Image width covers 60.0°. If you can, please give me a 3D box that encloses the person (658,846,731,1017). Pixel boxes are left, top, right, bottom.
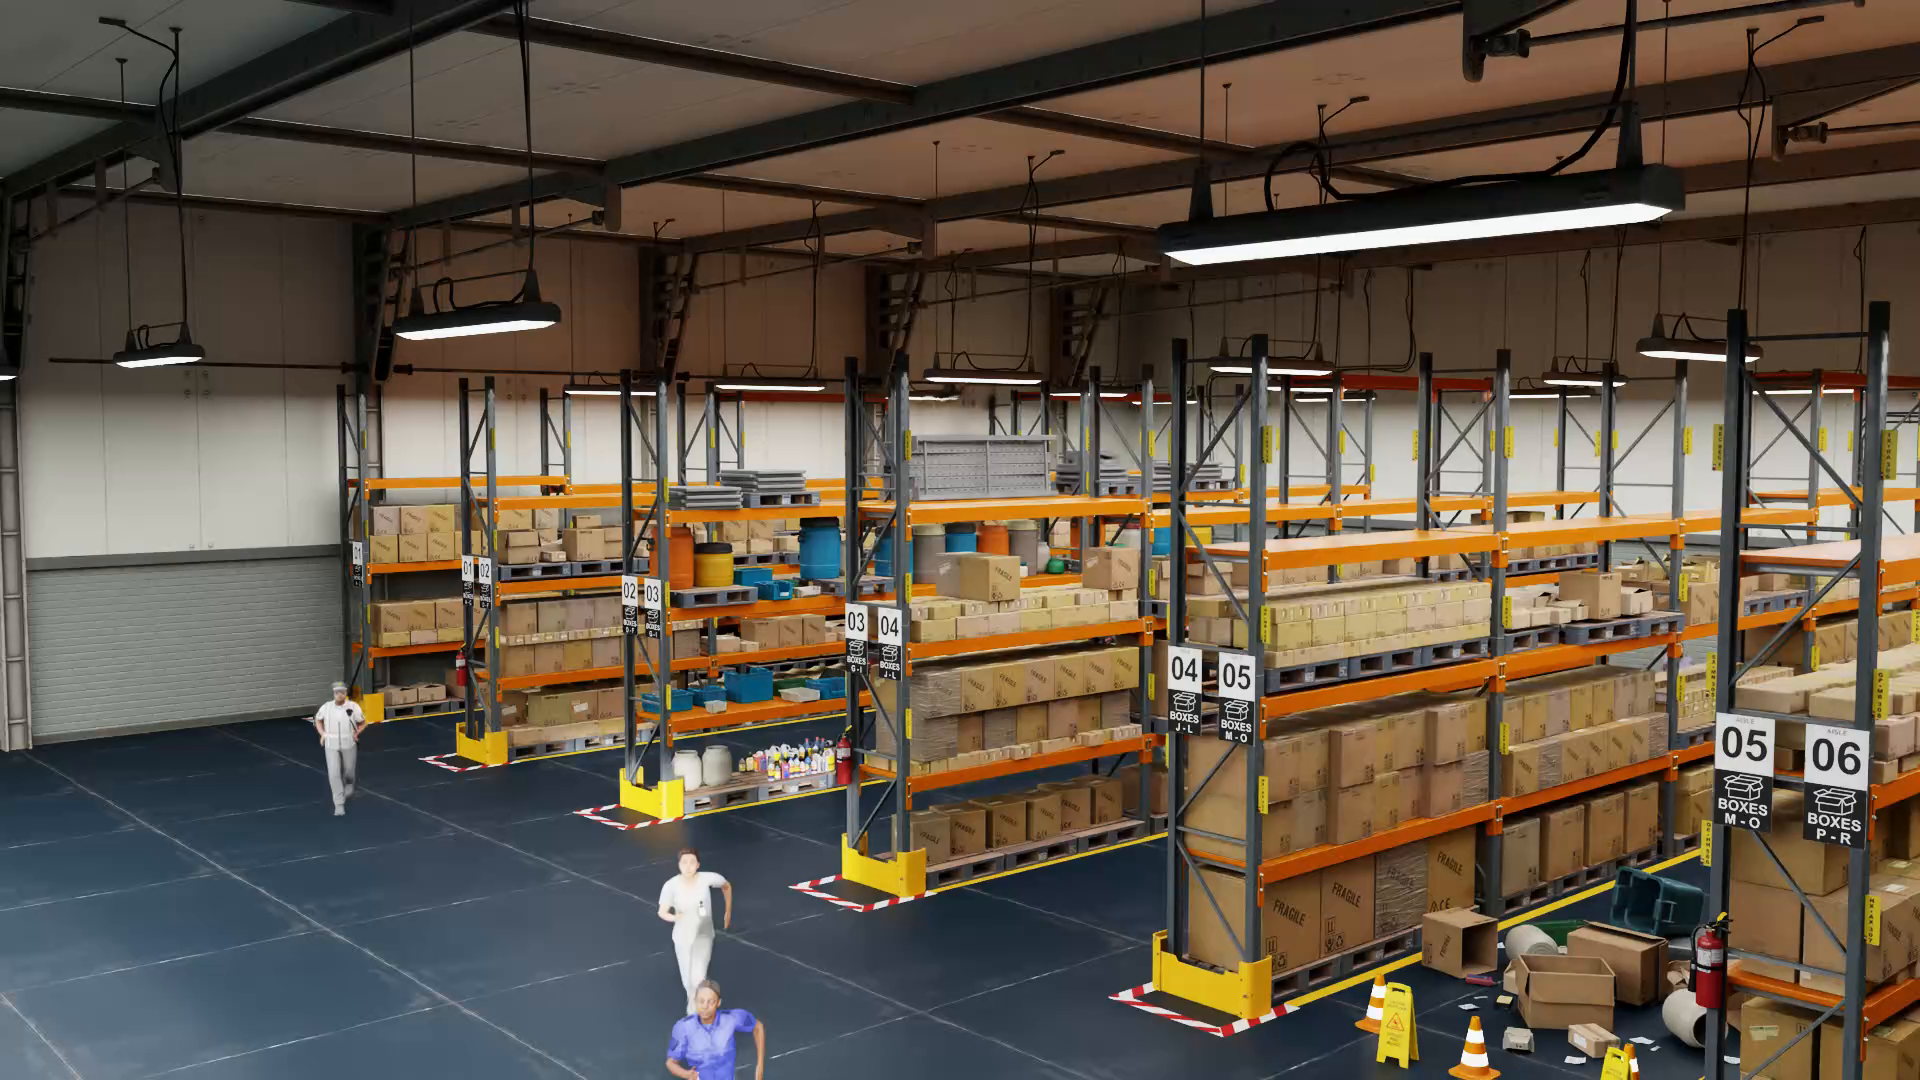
[{"bbox_3d":[-2.248,3.404,14.117,0.588,1.673,0.812,0,4,-2],"label":"person"}]

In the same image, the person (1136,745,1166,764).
[{"bbox_3d":[2.895,2.624,25.079,0.644,1.846,0.776,3,5,39],"label":"person"}]

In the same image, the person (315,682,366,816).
[{"bbox_3d":[-8.445,2.808,22.683,0.663,1.784,0.895,-1,4,-18],"label":"person"}]

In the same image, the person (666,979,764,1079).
[{"bbox_3d":[-1.585,3.640,10.785,0.599,1.683,0.831,0,4,1],"label":"person"}]

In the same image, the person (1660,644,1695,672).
[{"bbox_3d":[12.278,2.529,28.331,0.609,1.570,0.533,0,4,-1],"label":"person"}]
